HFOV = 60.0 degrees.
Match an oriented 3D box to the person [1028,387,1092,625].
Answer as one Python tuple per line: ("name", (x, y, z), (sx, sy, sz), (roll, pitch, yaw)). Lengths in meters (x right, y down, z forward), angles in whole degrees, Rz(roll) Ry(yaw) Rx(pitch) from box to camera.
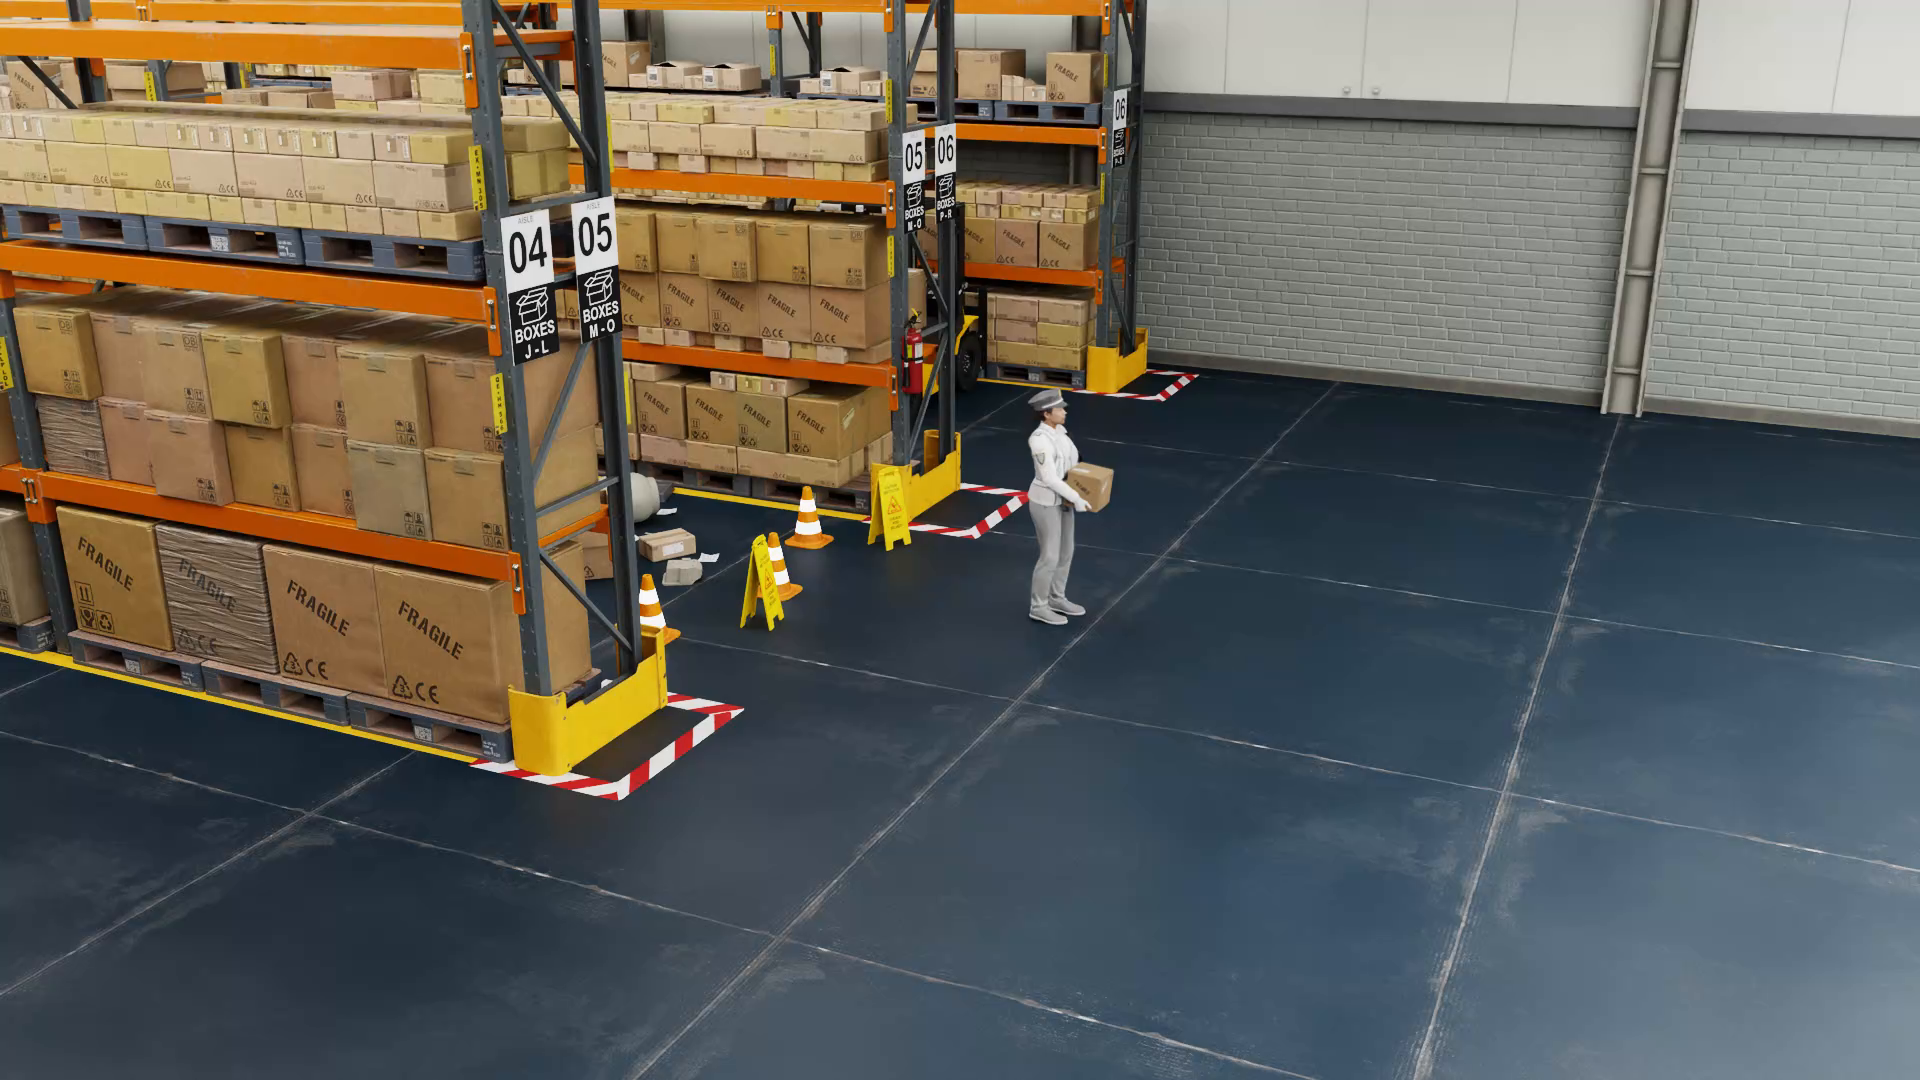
("person", (0.723, -0.243, 11.734), (0.536, 1.690, 0.460), (9, 21, 23))
